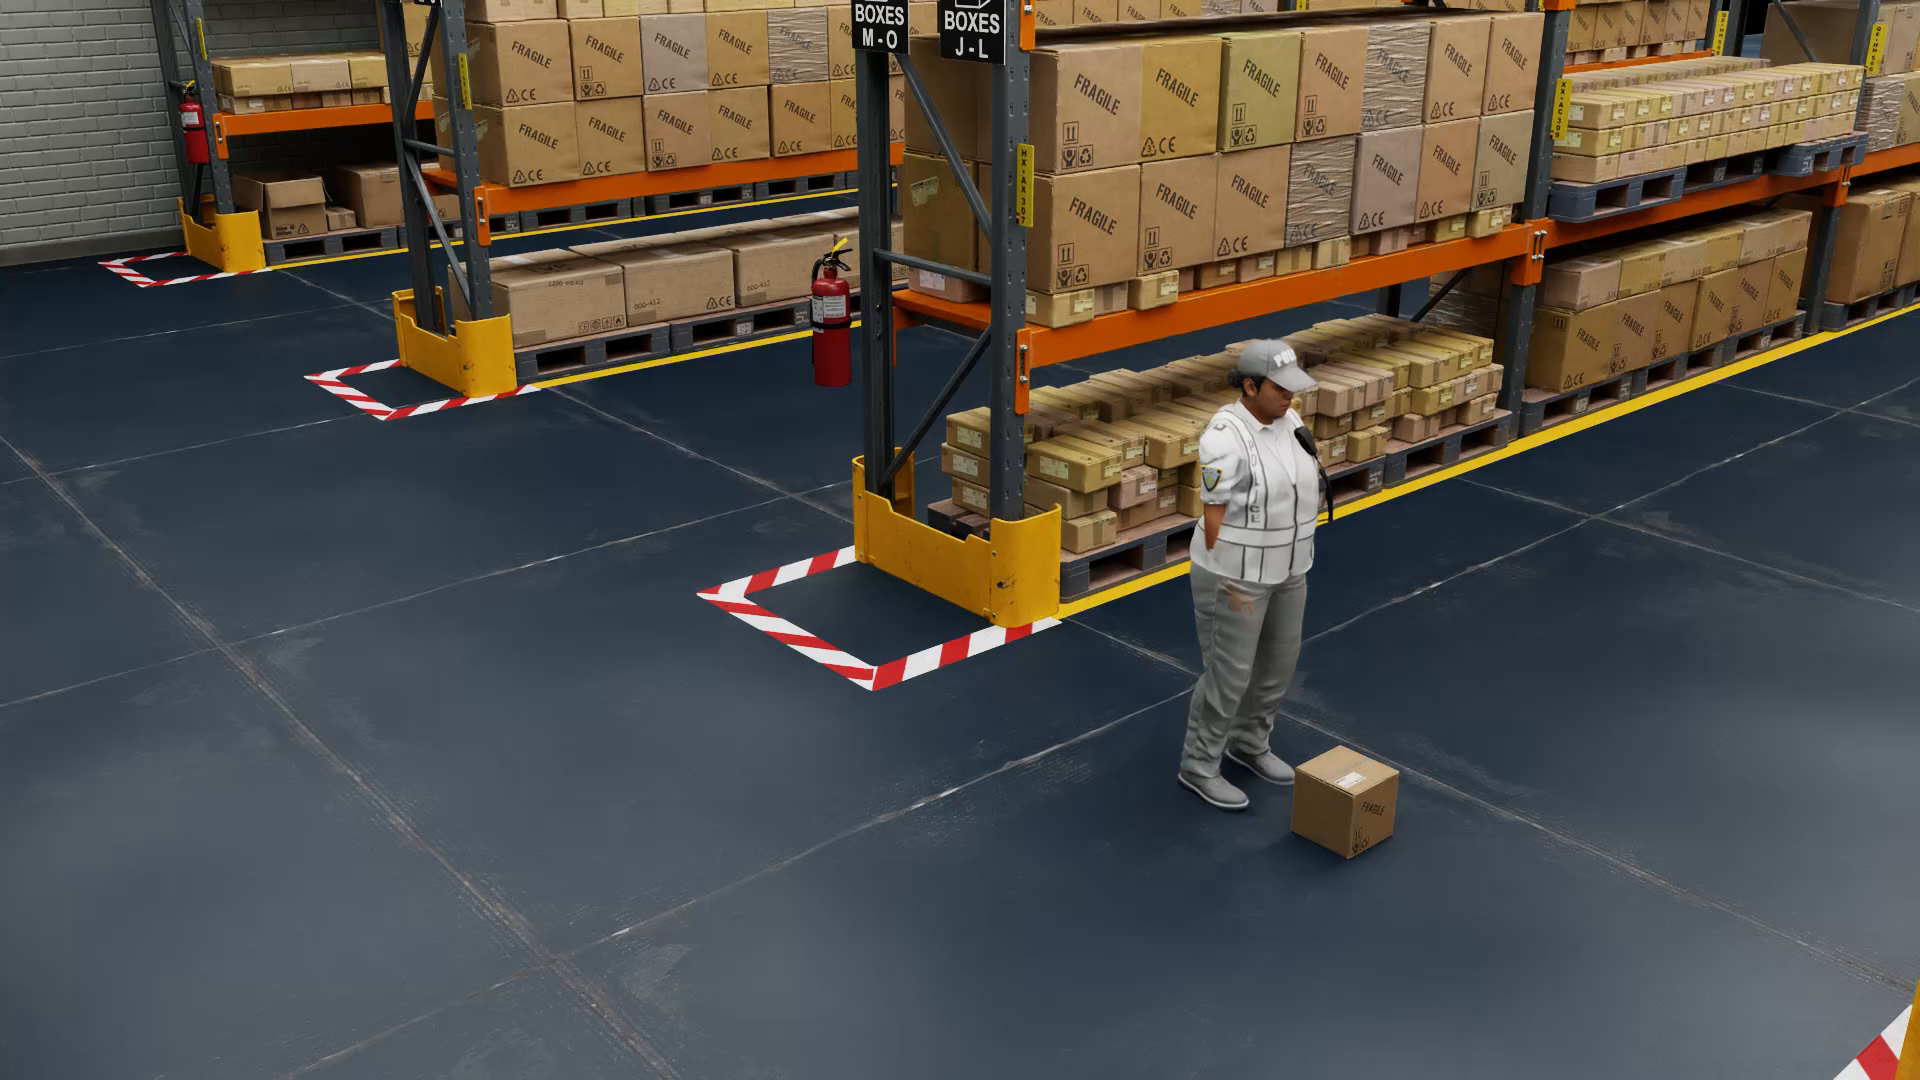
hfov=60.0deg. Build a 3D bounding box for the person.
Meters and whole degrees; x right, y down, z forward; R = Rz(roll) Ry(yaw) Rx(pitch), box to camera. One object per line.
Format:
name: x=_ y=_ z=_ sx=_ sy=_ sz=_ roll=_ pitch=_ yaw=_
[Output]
person: x=1.033 y=0.114 z=5.803 sx=0.469 sy=1.665 sz=0.390 roll=-16 pitch=27 yaw=-36
